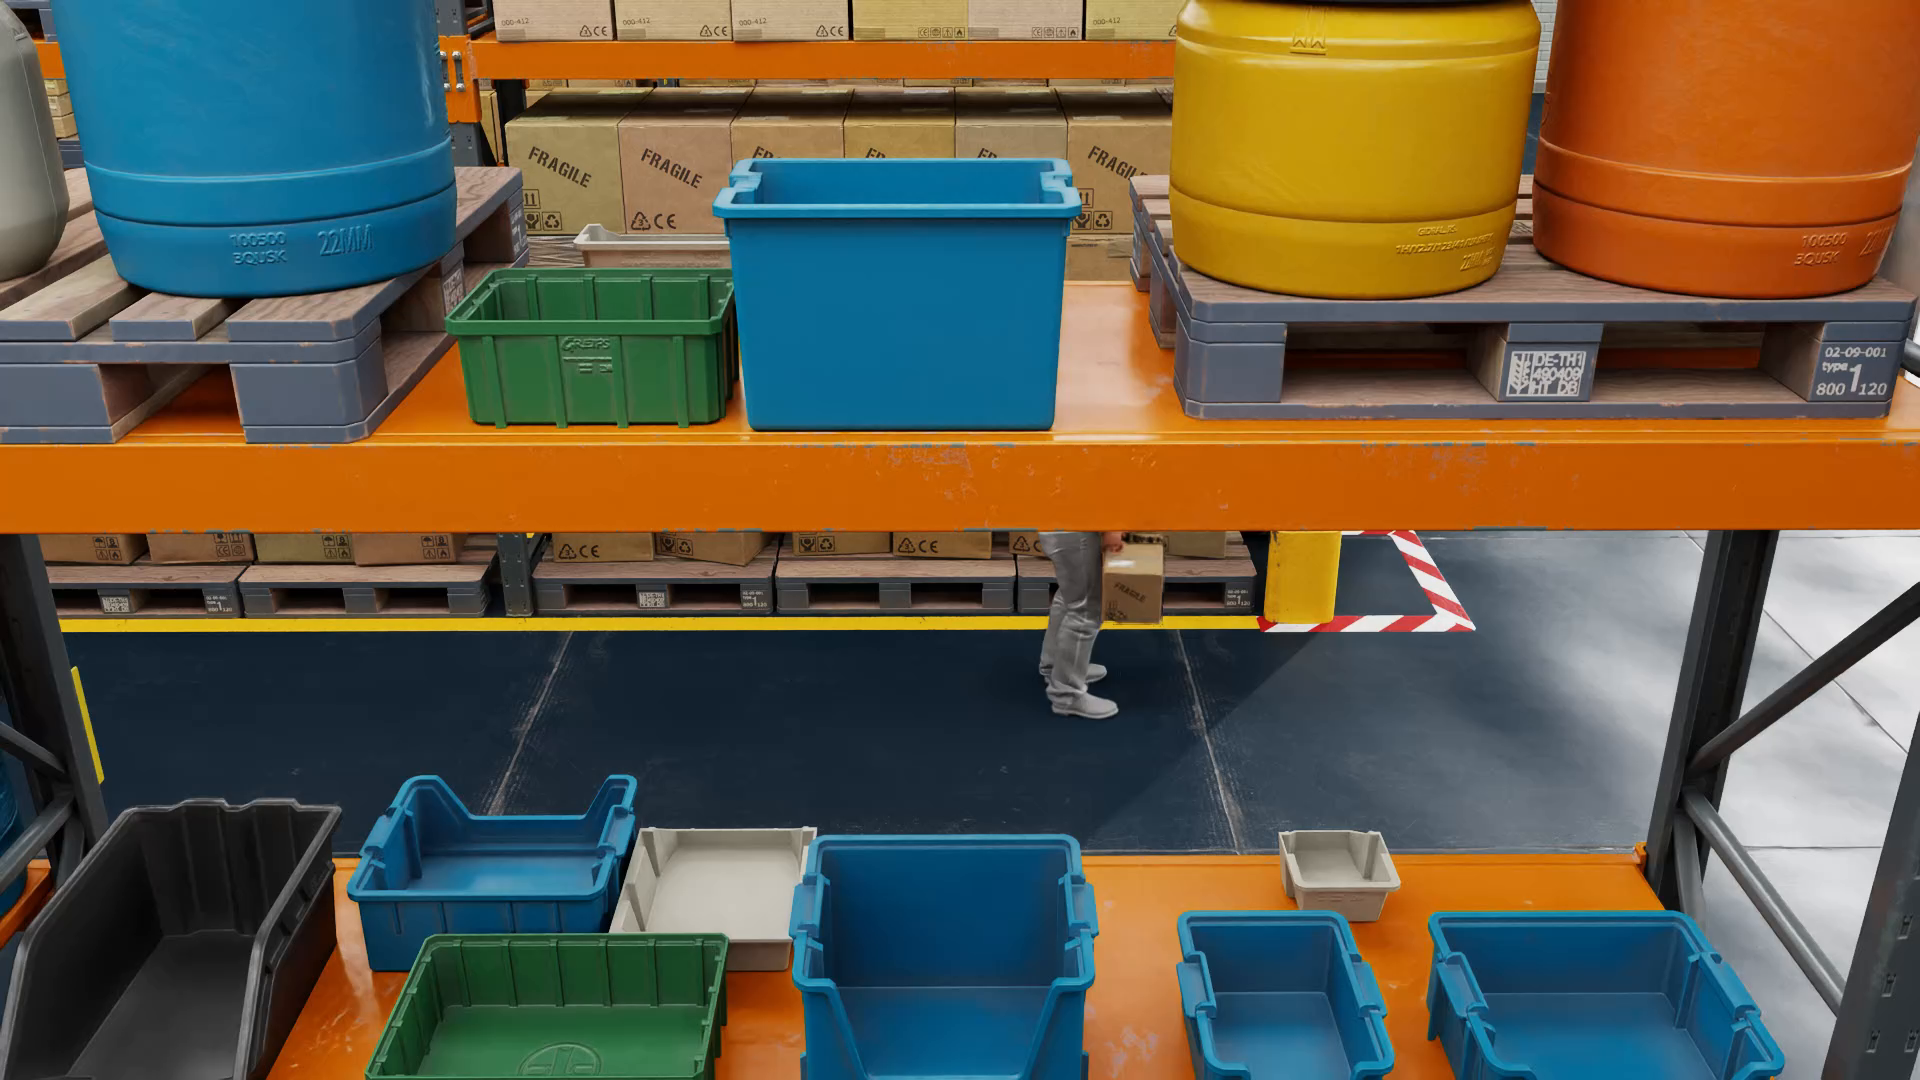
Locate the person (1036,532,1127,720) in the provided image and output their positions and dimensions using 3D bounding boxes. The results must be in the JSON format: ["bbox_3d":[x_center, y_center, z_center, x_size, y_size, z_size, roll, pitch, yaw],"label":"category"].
[{"bbox_3d":[0.498,-0.107,7.303,0.434,1.778,0.553,-1,24,-3],"label":"person"}]
